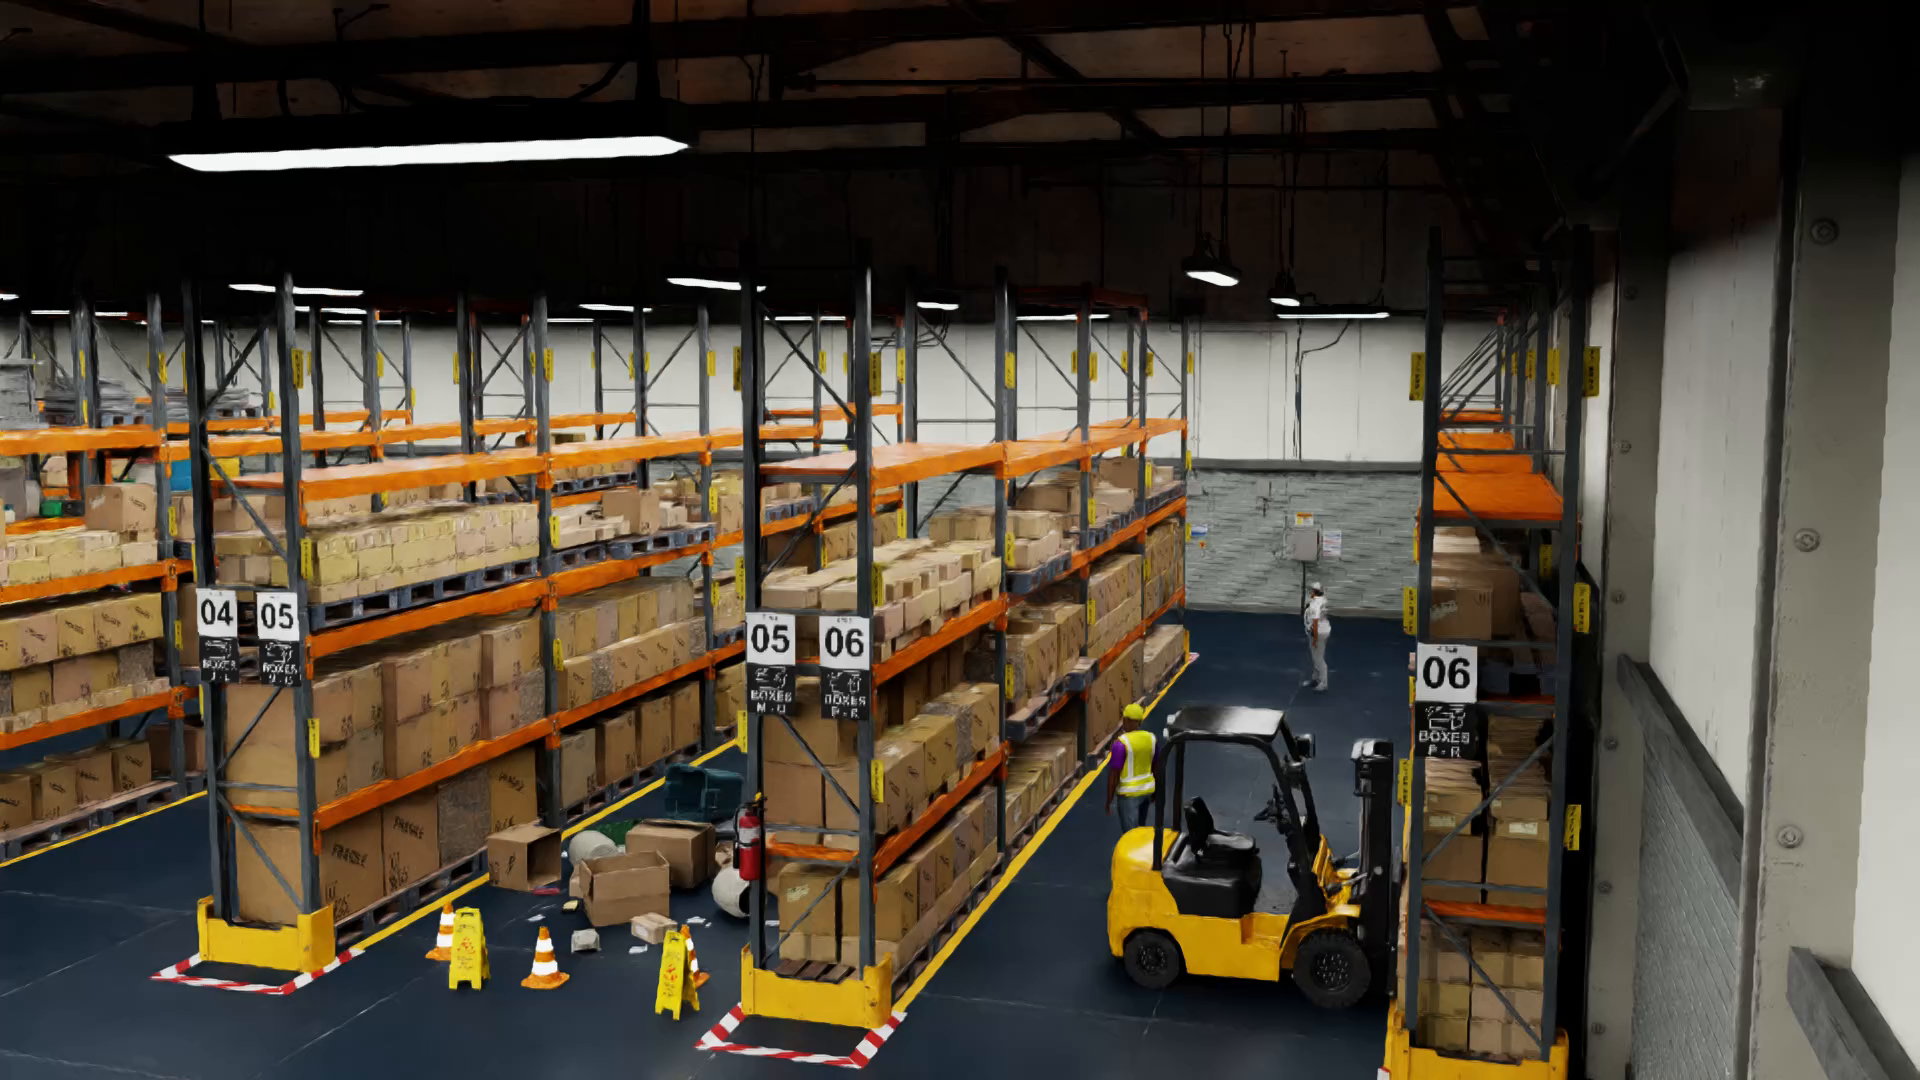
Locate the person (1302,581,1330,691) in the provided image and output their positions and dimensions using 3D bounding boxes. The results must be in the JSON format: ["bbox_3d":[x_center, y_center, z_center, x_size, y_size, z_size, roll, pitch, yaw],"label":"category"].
[{"bbox_3d":[5.502,1.464,25.684,0.486,1.657,0.667,3,7,27],"label":"person"}]

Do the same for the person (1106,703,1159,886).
[{"bbox_3d":[1.673,2.459,16.259,0.673,1.763,0.580,-6,9,-42],"label":"person"}]

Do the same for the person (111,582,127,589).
[{"bbox_3d":[-17.370,1.498,24.221,2.410,1.949,12.265,2,7,15],"label":"person"}]
